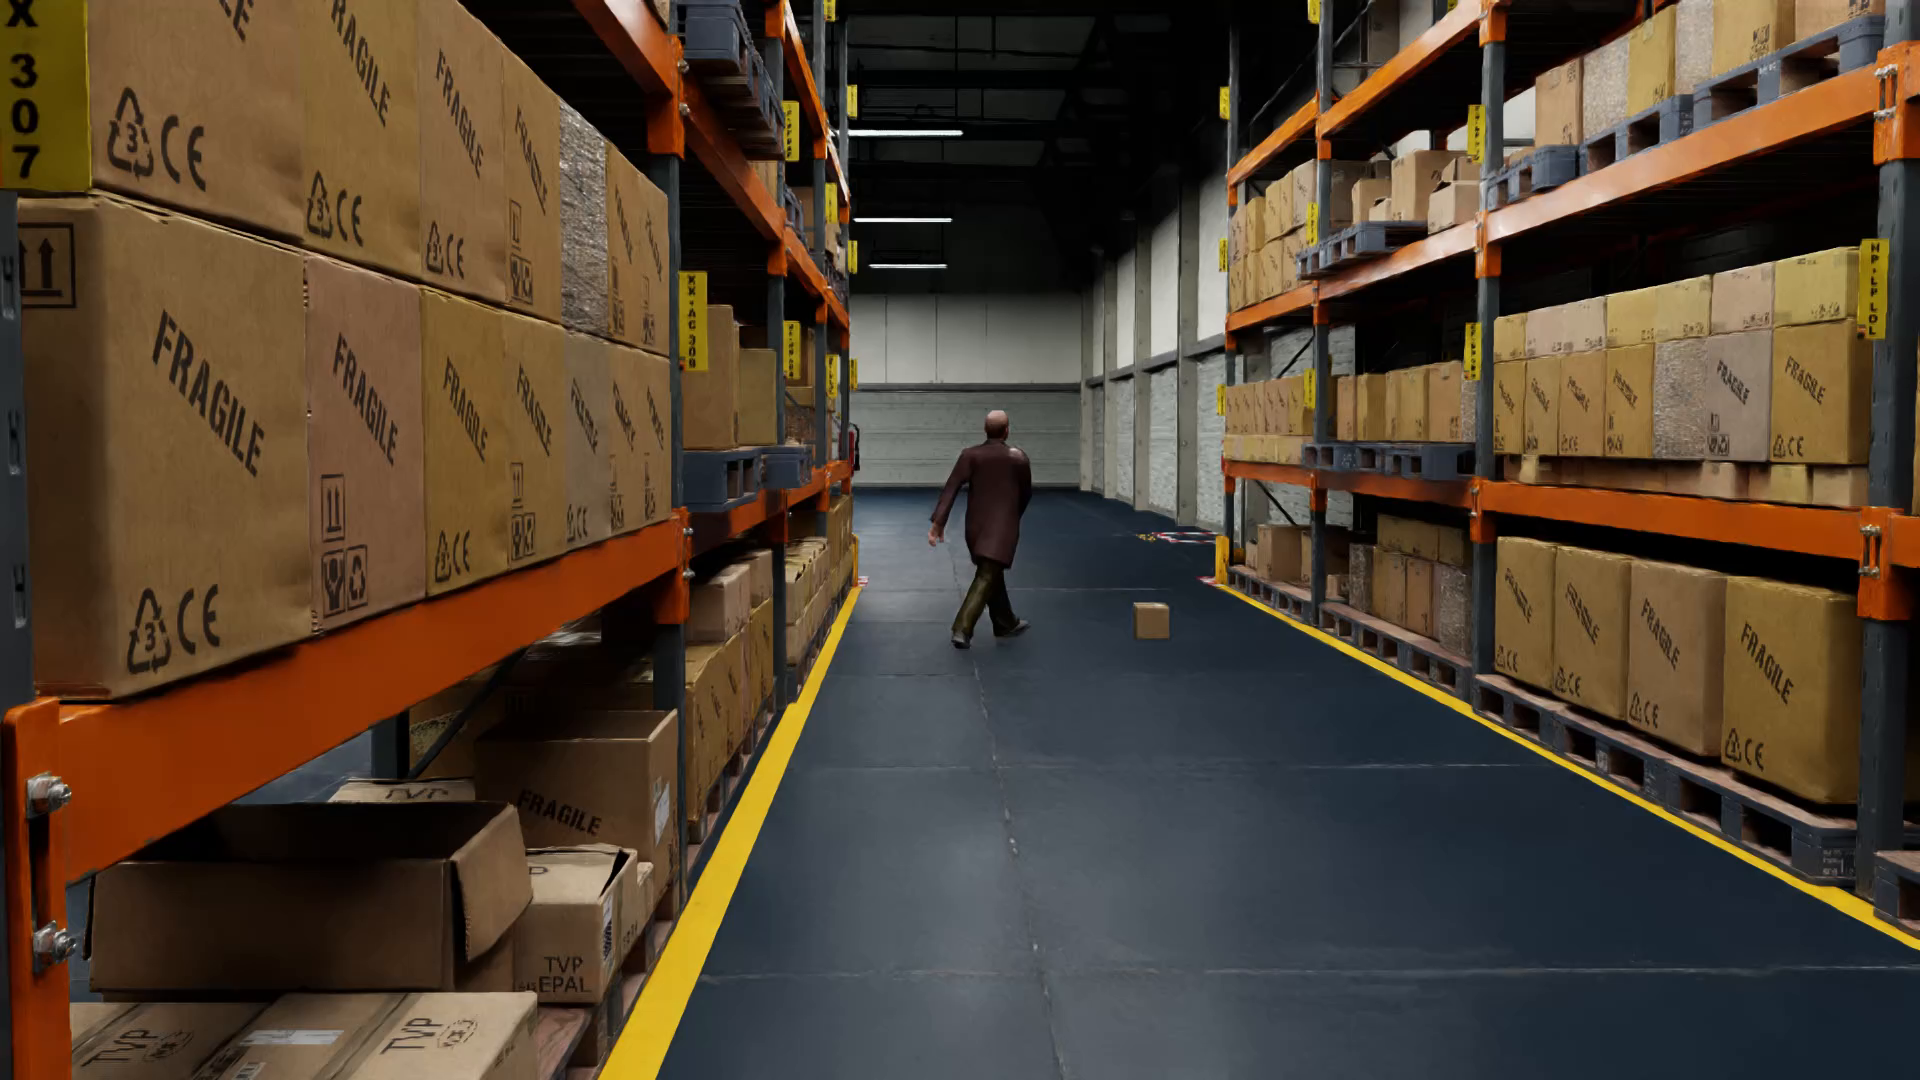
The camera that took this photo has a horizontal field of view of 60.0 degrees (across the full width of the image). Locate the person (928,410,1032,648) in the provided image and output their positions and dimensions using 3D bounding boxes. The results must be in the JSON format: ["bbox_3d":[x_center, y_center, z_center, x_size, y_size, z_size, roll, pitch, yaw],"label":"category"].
[{"bbox_3d":[0.203,-0.082,12.085,0.657,1.725,1.131,2,4,29],"label":"person"}]
